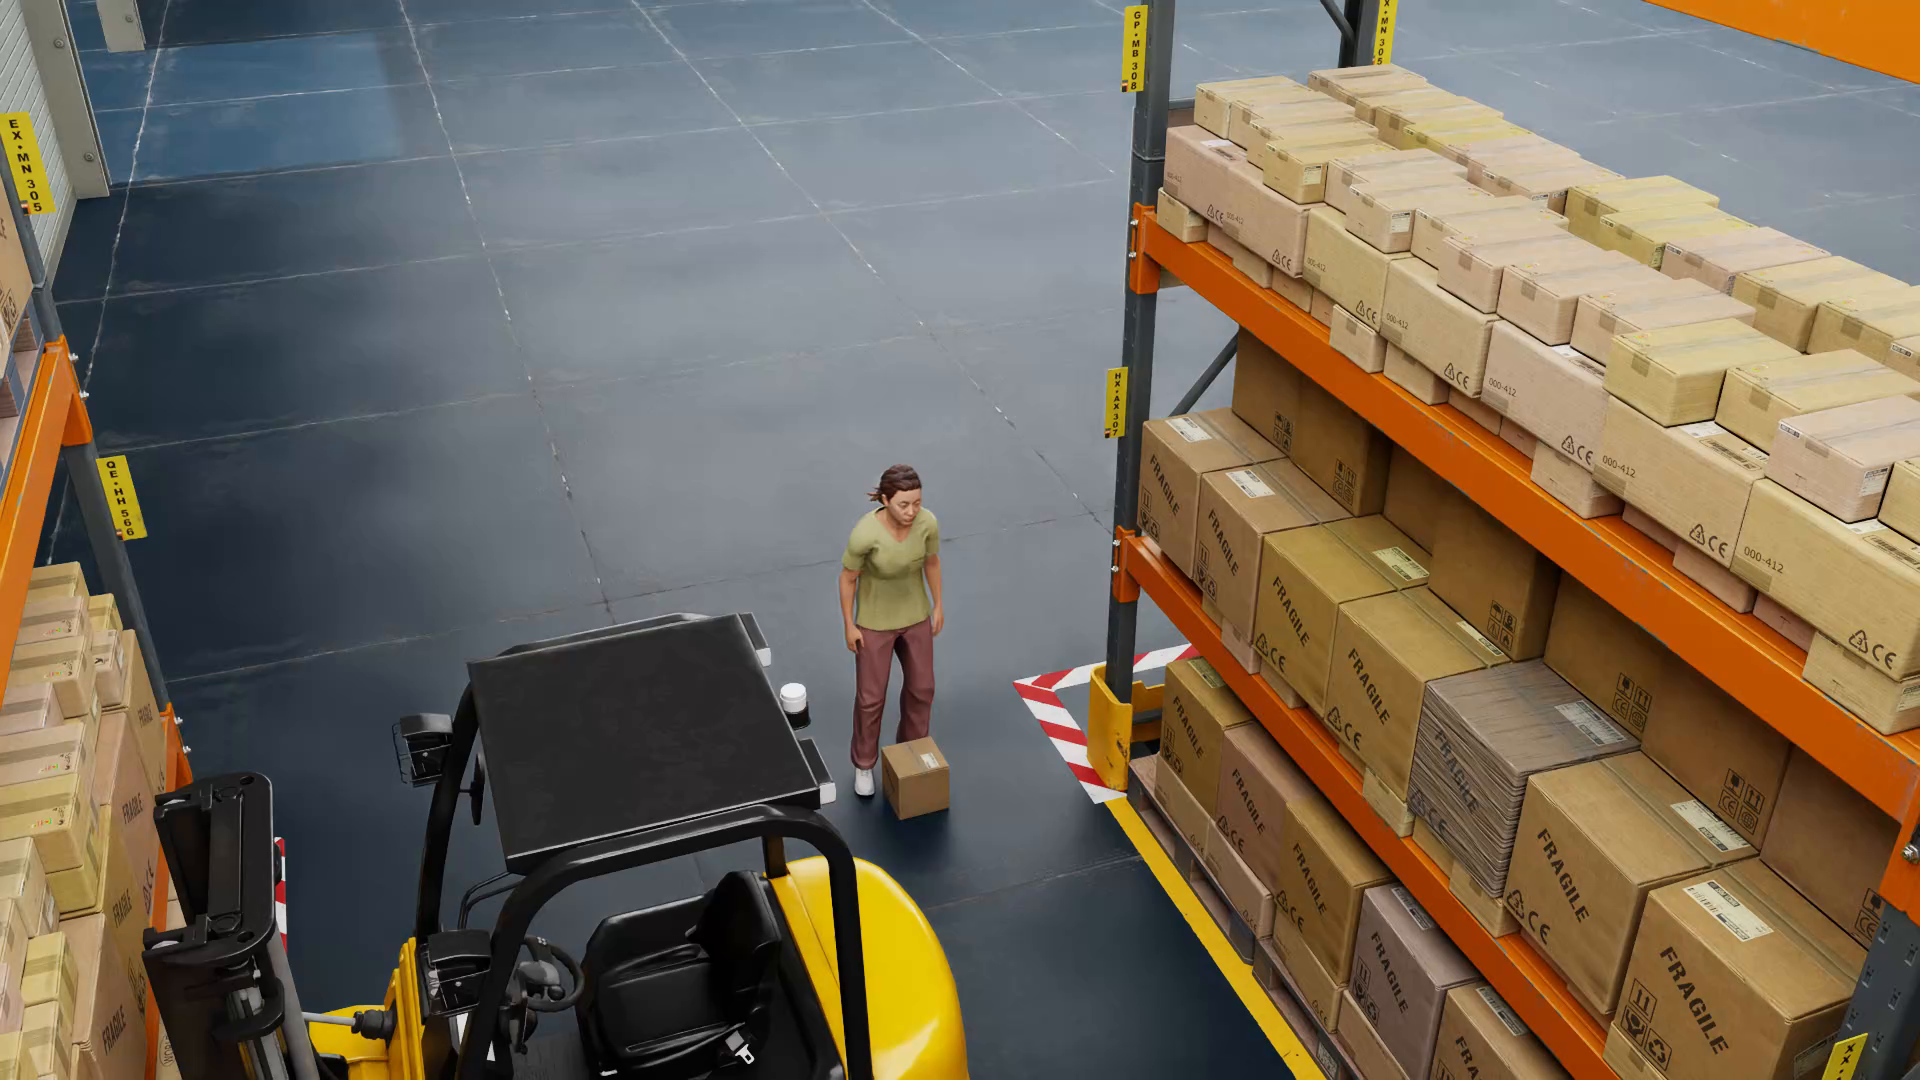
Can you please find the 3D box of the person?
[{"bbox_3d":[-0.301,0.387,7.671,0.516,1.671,0.359,-12,32,-20],"label":"person"}]
